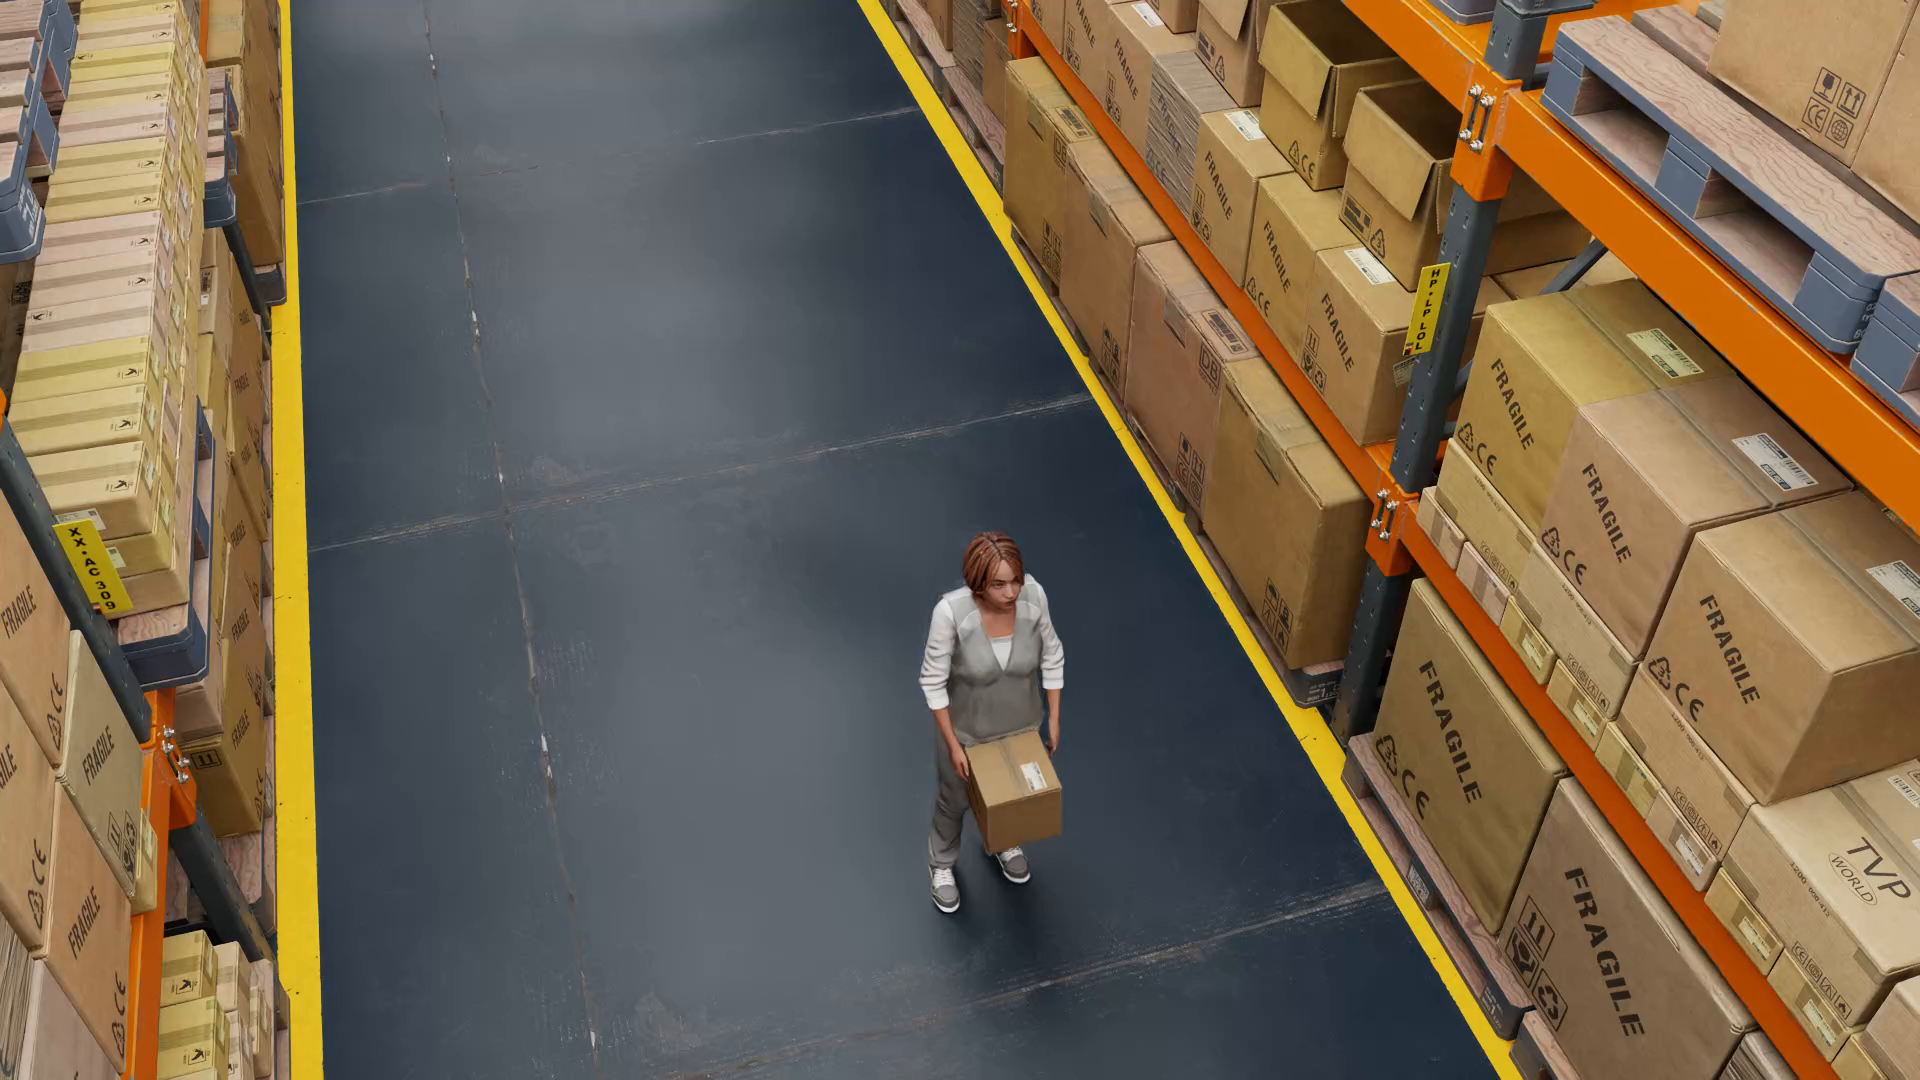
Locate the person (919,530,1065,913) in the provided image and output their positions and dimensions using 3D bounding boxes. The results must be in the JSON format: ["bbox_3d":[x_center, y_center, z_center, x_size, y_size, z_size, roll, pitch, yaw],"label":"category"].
[{"bbox_3d":[0.113,0.611,5.504,0.487,1.599,0.376,-12,44,-13],"label":"person"}]
